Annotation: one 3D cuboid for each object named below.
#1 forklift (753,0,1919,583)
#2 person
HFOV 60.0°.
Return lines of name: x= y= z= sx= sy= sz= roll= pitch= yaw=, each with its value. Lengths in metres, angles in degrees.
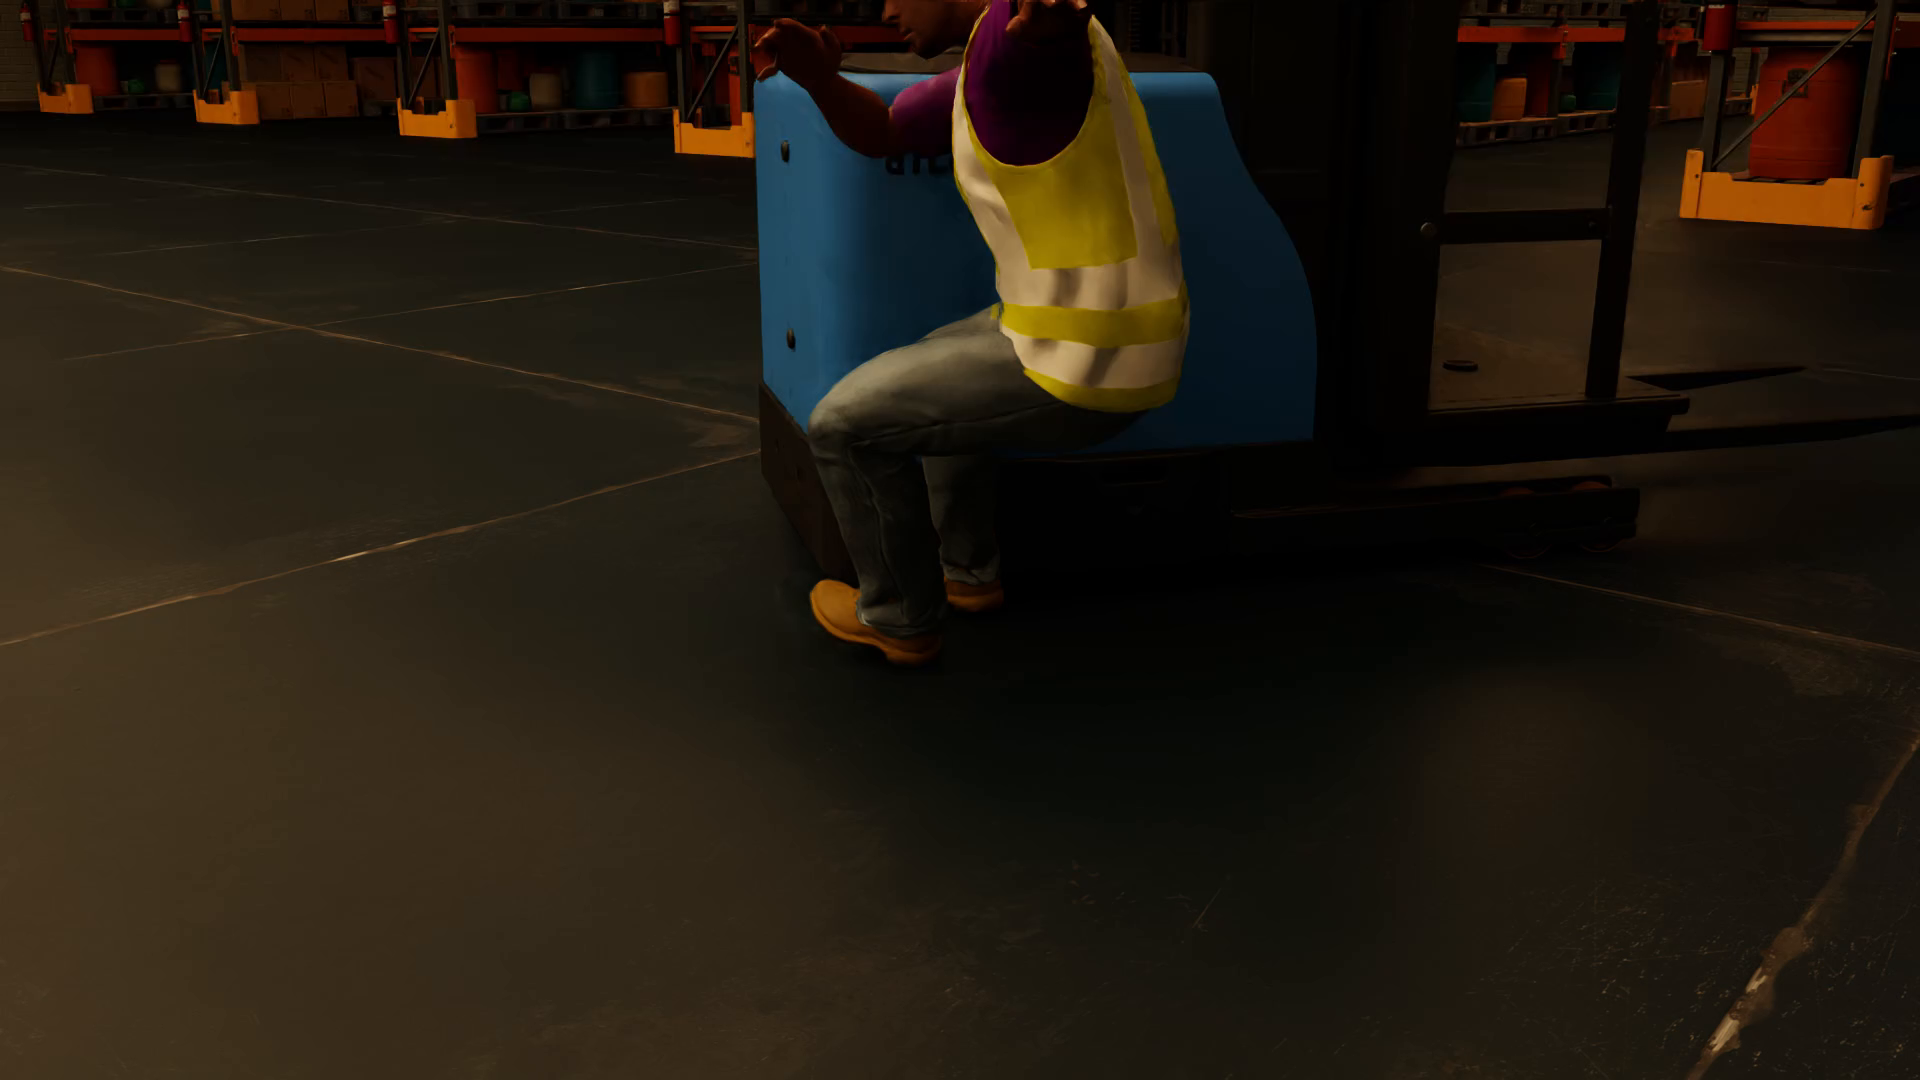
forklift: x=1.066 y=-1.499 z=3.836 sx=3.031 sy=2.935 sz=1.130 roll=-4 pitch=17 yaw=-14
person: x=-0.004 y=-0.354 z=2.710 sx=0.726 sy=1.431 sz=1.427 roll=3 pitch=17 yaw=11
